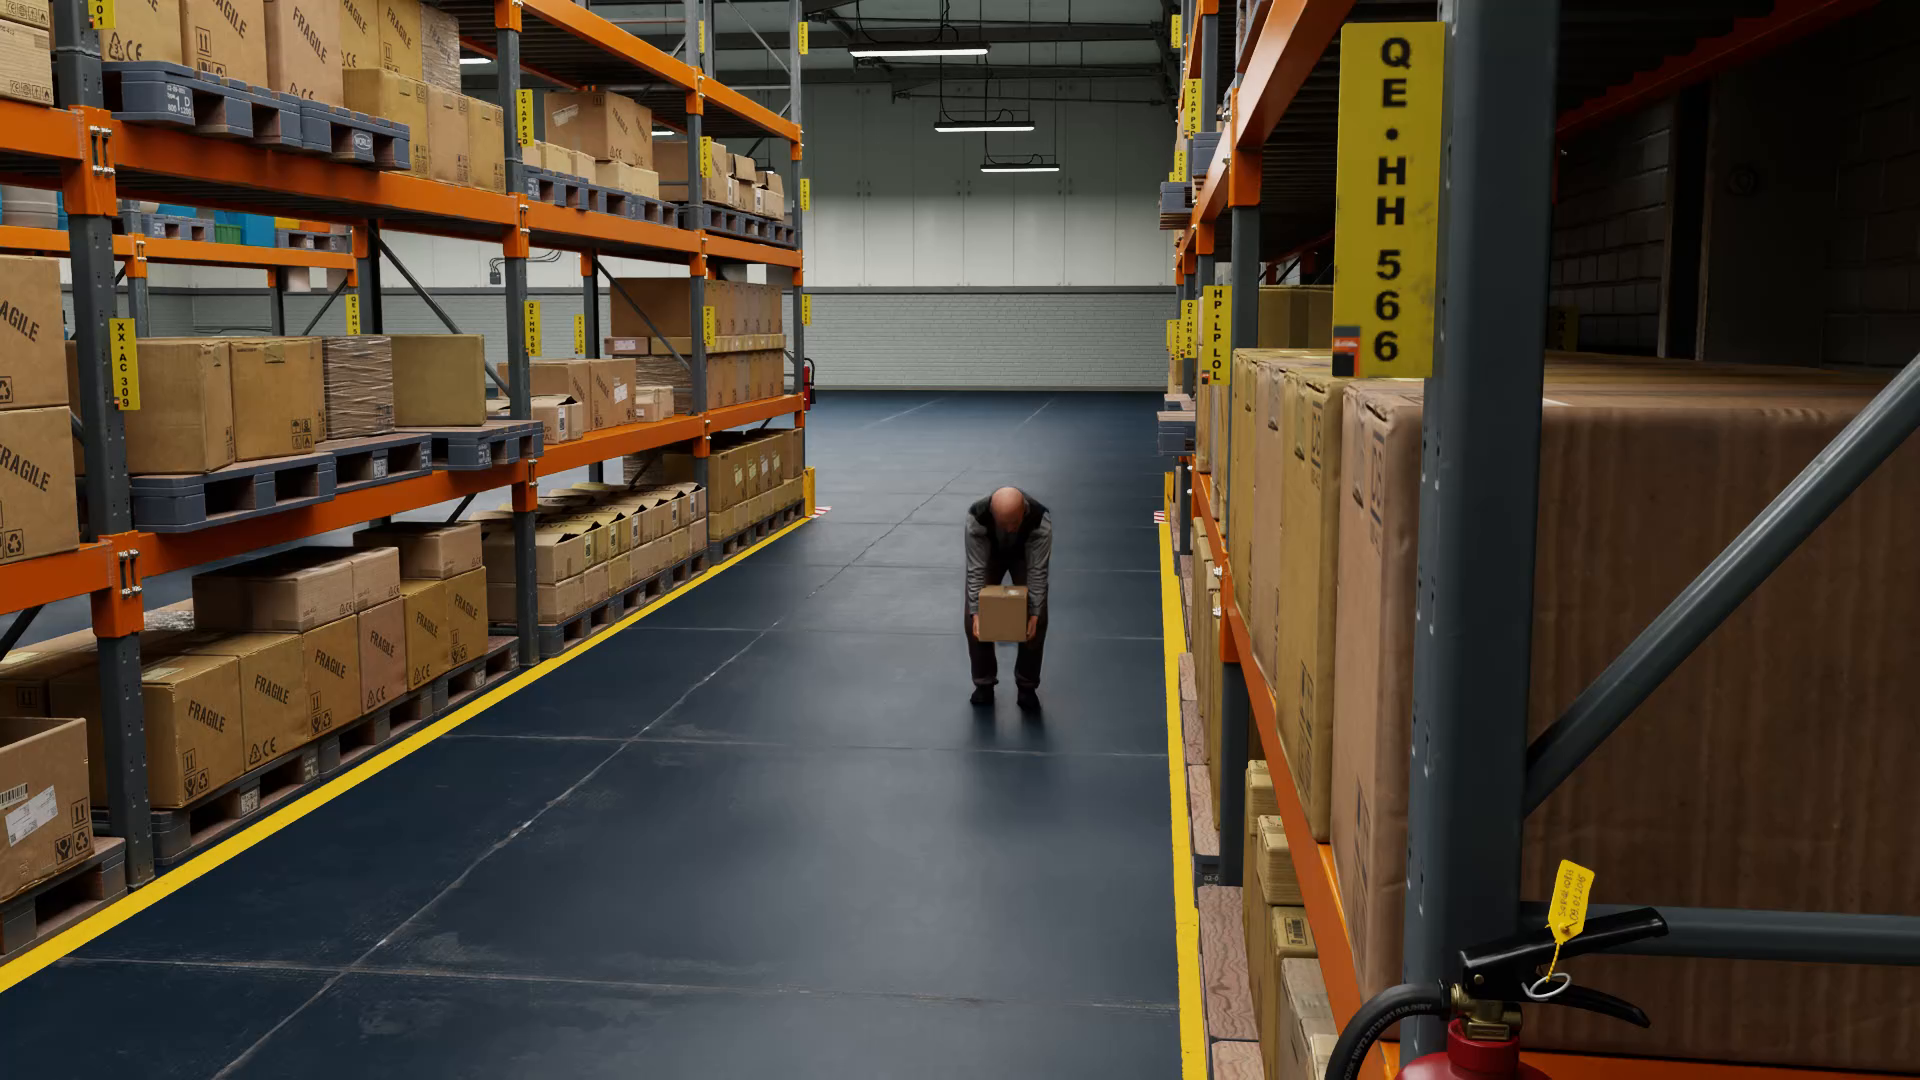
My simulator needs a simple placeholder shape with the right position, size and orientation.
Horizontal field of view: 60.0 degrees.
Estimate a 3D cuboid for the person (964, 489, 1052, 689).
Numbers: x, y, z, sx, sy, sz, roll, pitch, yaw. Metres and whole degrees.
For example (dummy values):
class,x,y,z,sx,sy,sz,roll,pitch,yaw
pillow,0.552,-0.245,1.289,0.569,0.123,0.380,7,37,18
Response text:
class,x,y,z,sx,sy,sz,roll,pitch,yaw
person,0.262,0.275,9.058,0.479,1.143,0.708,0,8,3
